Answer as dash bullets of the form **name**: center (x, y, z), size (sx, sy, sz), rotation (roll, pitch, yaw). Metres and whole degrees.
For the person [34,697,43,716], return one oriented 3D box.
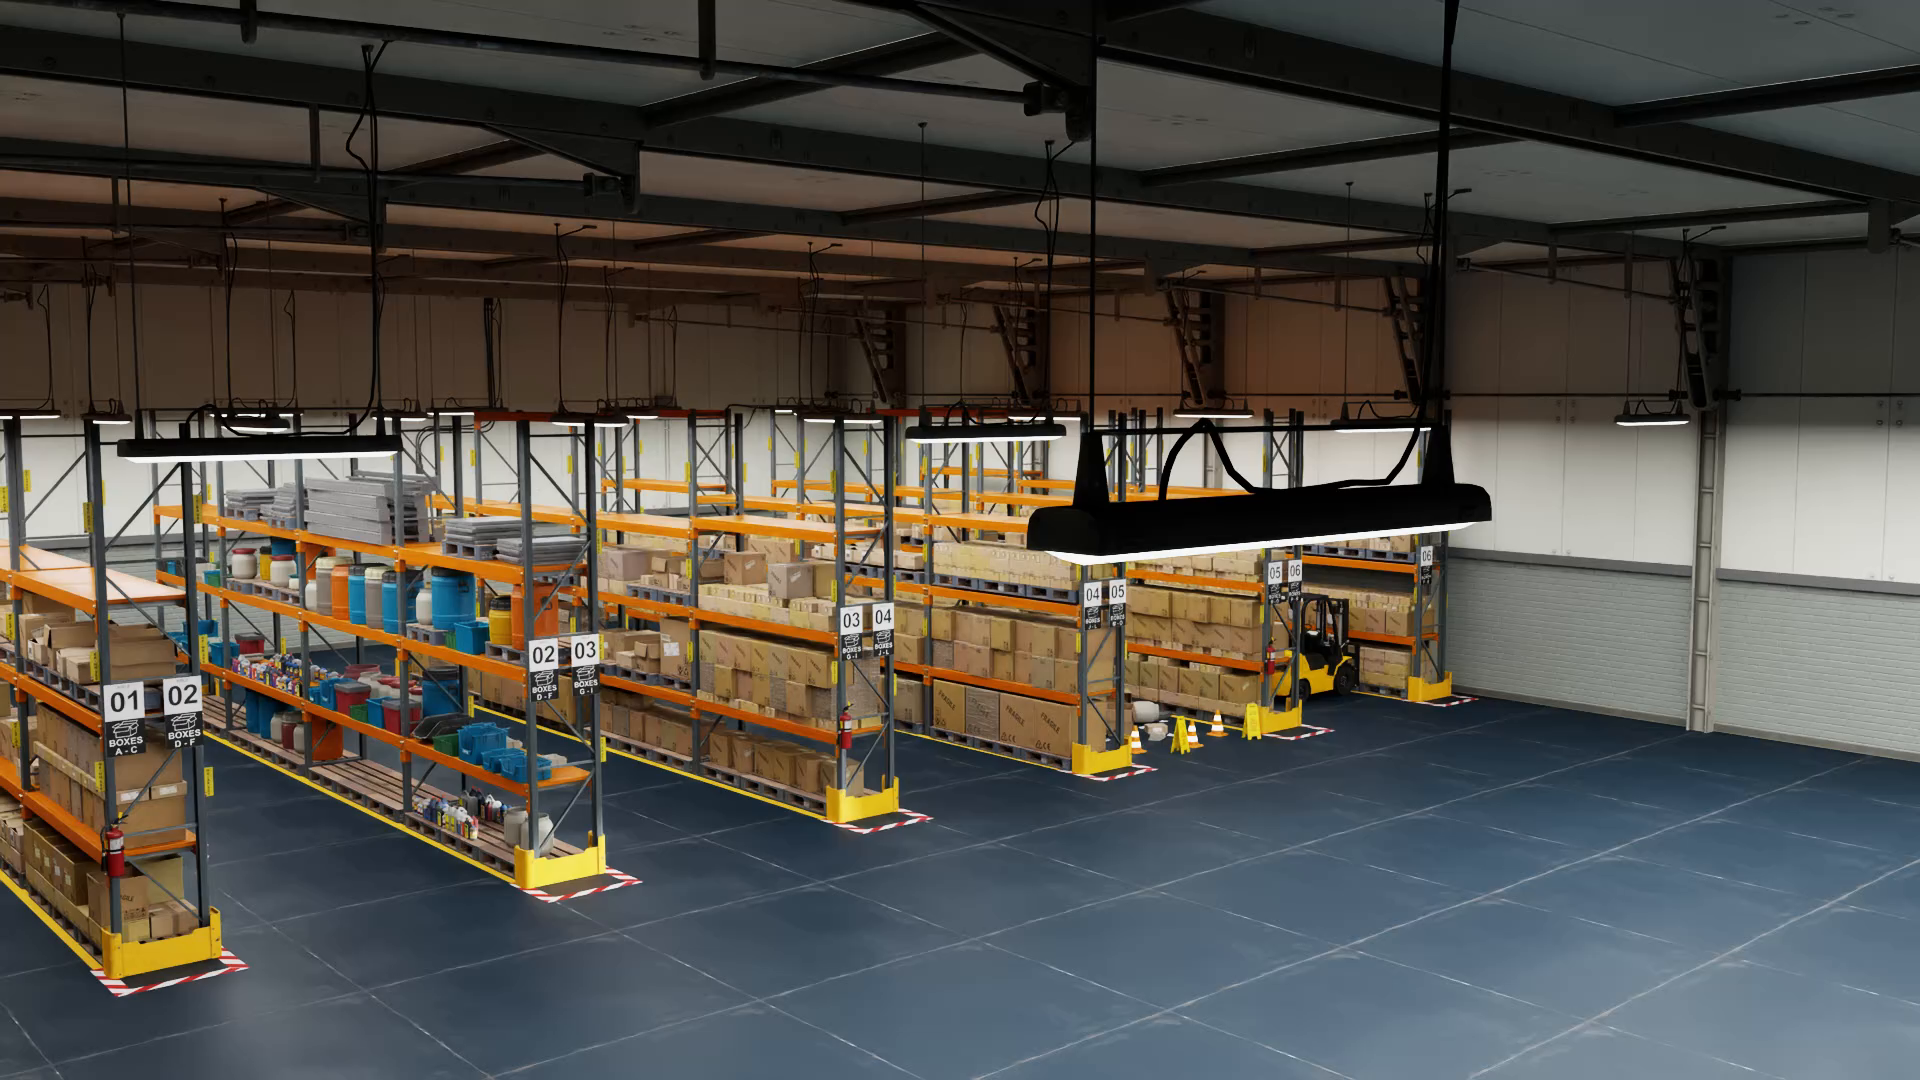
- **person**: center (-15.952, 2.901, 29.047), size (0.934, 1.740, 0.533), rotation (4, 6, 39)

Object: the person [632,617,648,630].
- **person**: center (-8.063, 1.790, 42.139), size (0.707, 1.798, 0.505), rotation (2, 5, 21)
